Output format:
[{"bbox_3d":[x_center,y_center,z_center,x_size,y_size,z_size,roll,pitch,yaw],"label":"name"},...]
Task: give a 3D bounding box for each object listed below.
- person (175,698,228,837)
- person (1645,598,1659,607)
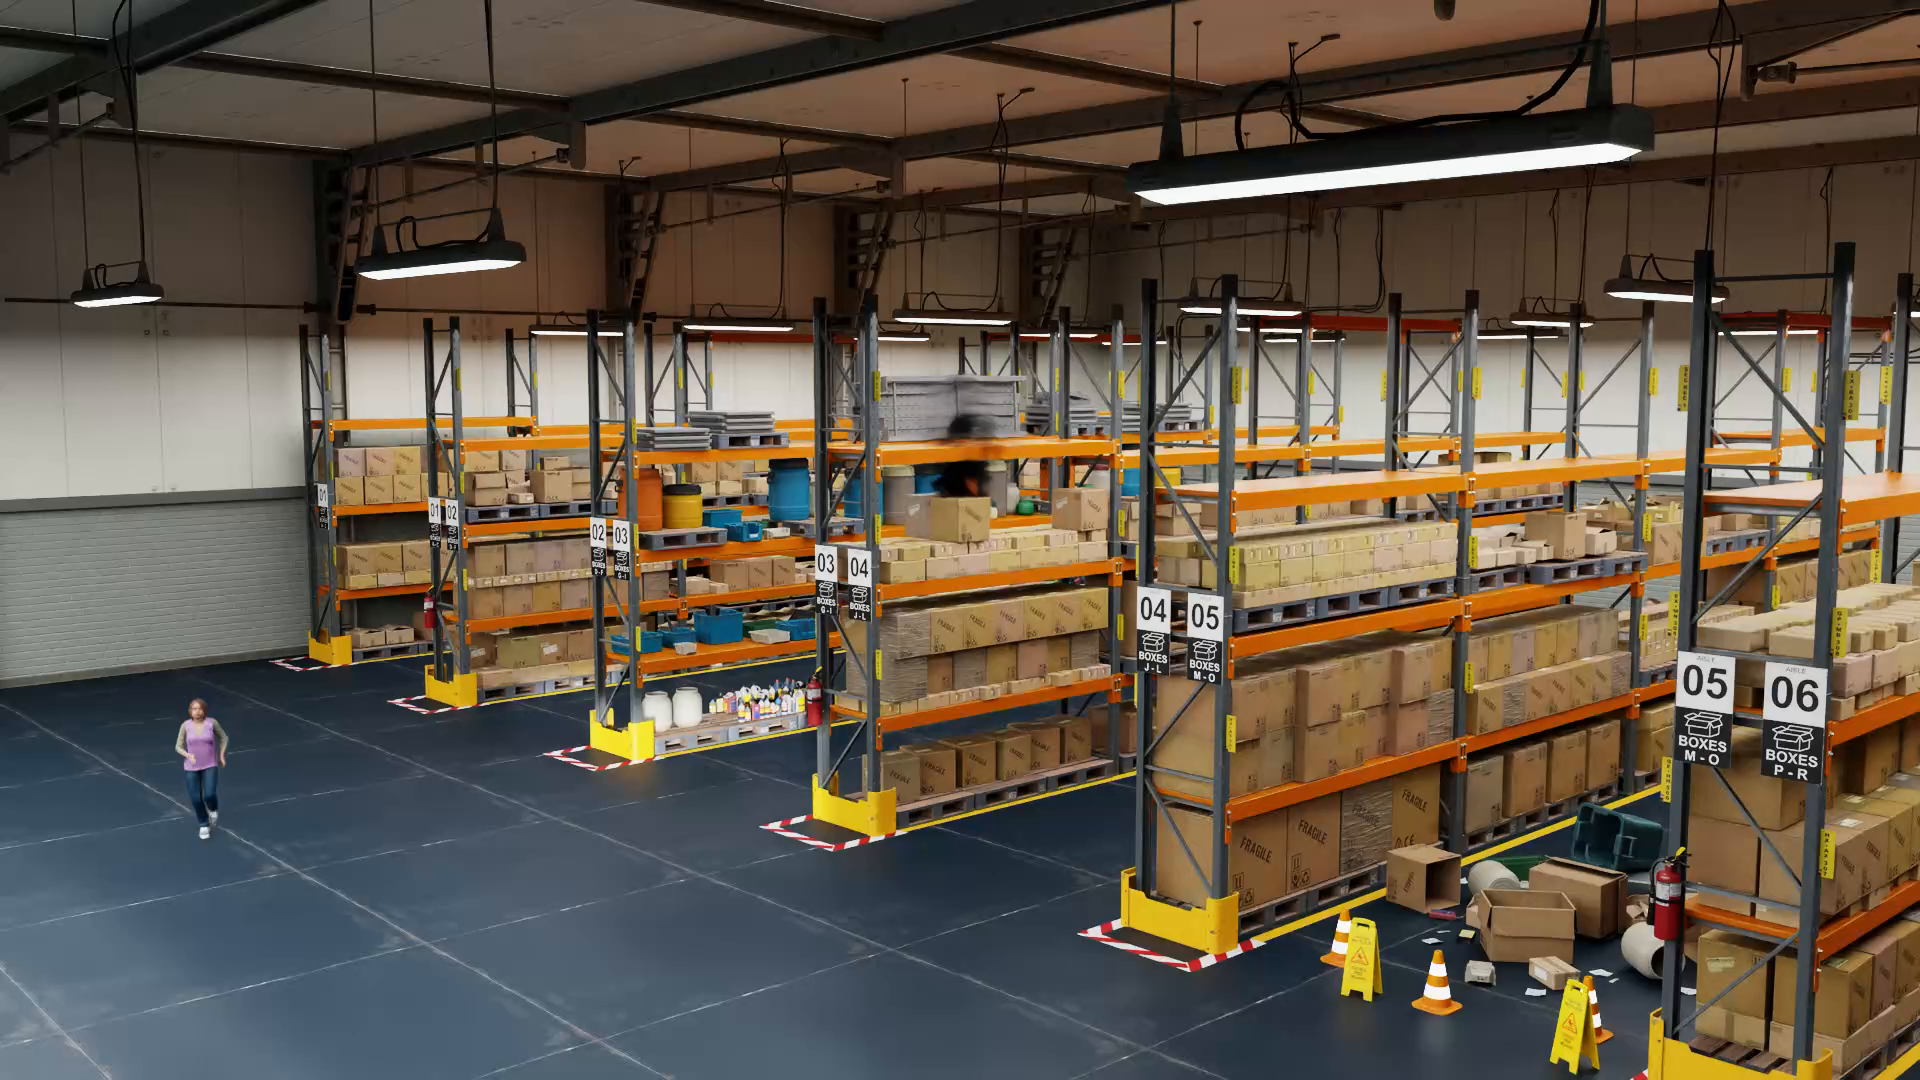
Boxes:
[{"bbox_3d":[-8.394,2.536,18.414,0.530,1.561,0.533,-2,6,-20],"label":"person"},{"bbox_3d":[10.765,1.740,25.751,0.888,1.708,0.573,-4,7,-34],"label":"person"}]
